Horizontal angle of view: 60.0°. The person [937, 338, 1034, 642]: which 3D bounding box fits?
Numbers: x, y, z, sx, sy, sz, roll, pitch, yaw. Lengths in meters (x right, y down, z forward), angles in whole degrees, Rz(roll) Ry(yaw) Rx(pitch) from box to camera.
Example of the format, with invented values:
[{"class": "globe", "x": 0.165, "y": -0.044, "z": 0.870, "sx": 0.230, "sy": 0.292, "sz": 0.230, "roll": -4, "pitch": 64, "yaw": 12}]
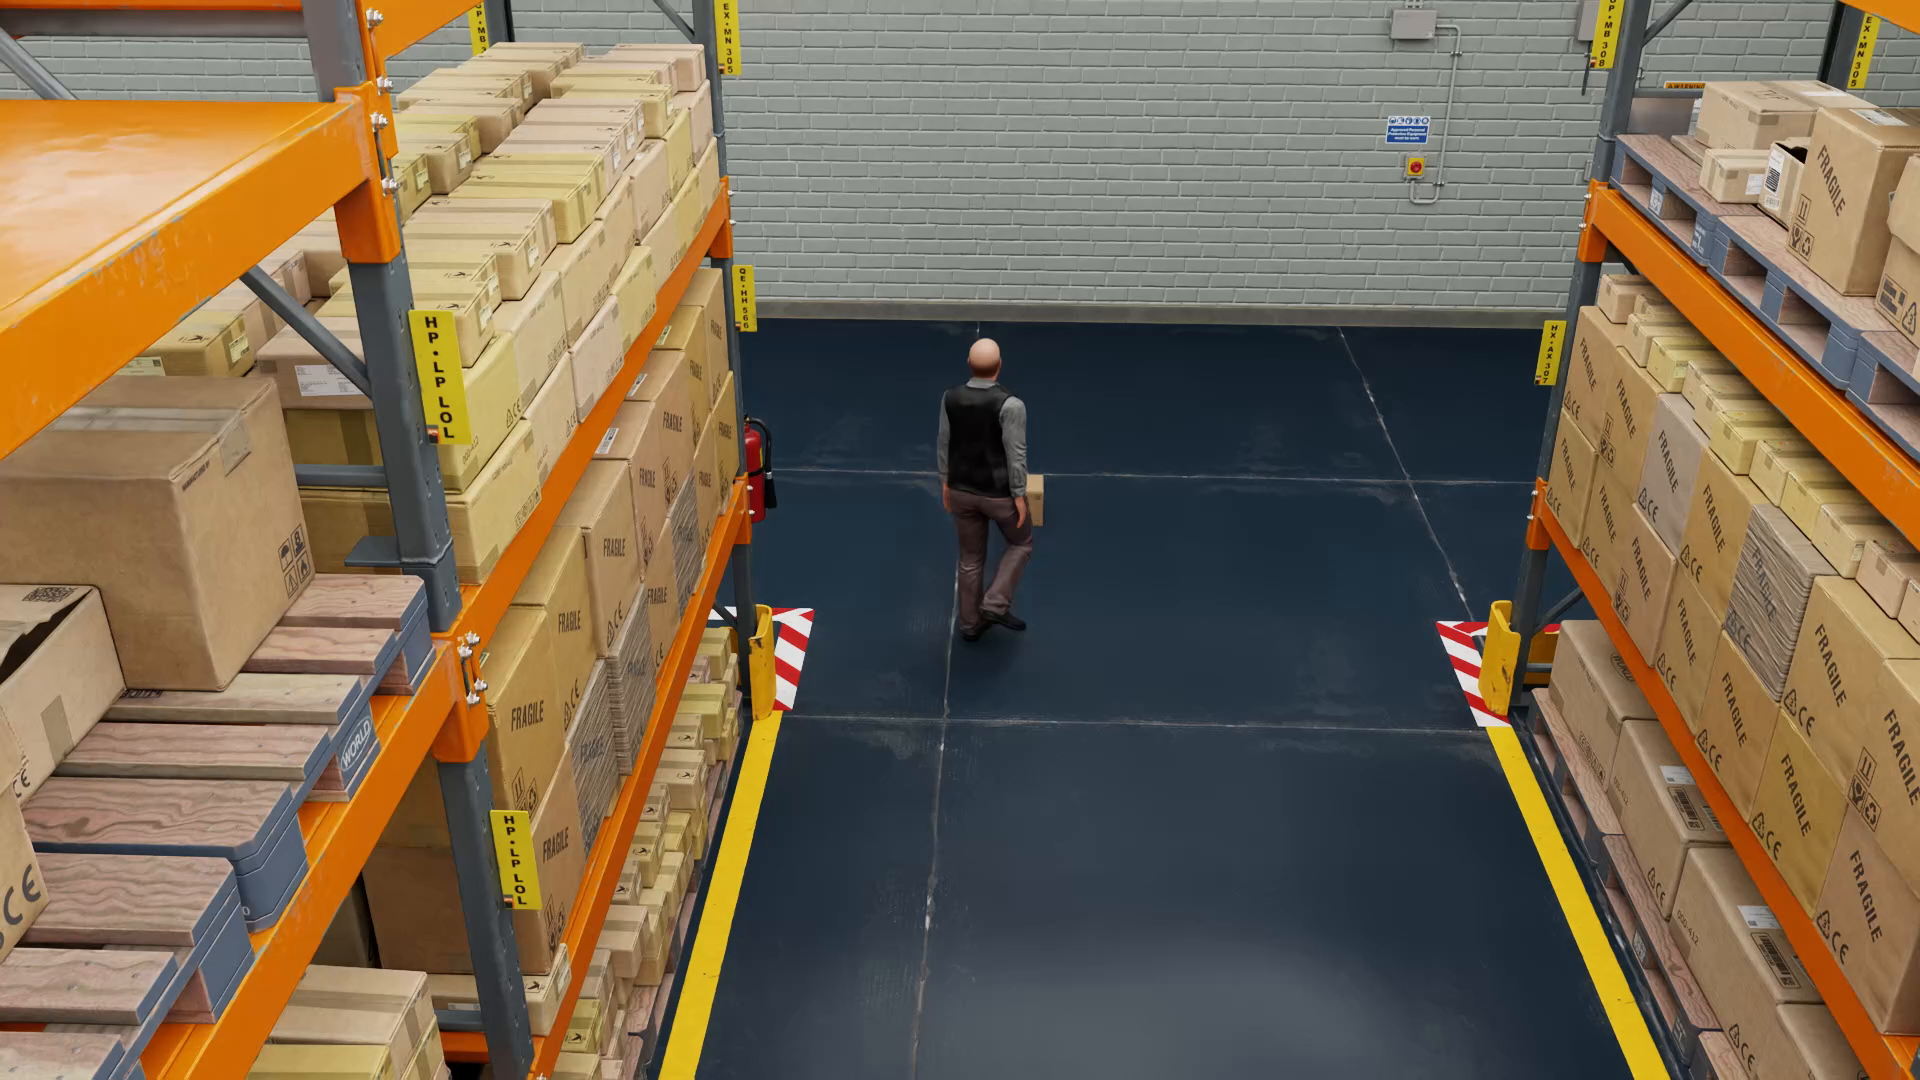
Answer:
[{"class": "person", "x": 0.128, "y": -0.262, "z": 9.116, "sx": 0.568, "sy": 1.711, "sz": 0.469, "roll": 12, "pitch": 30, "yaw": 22}]
